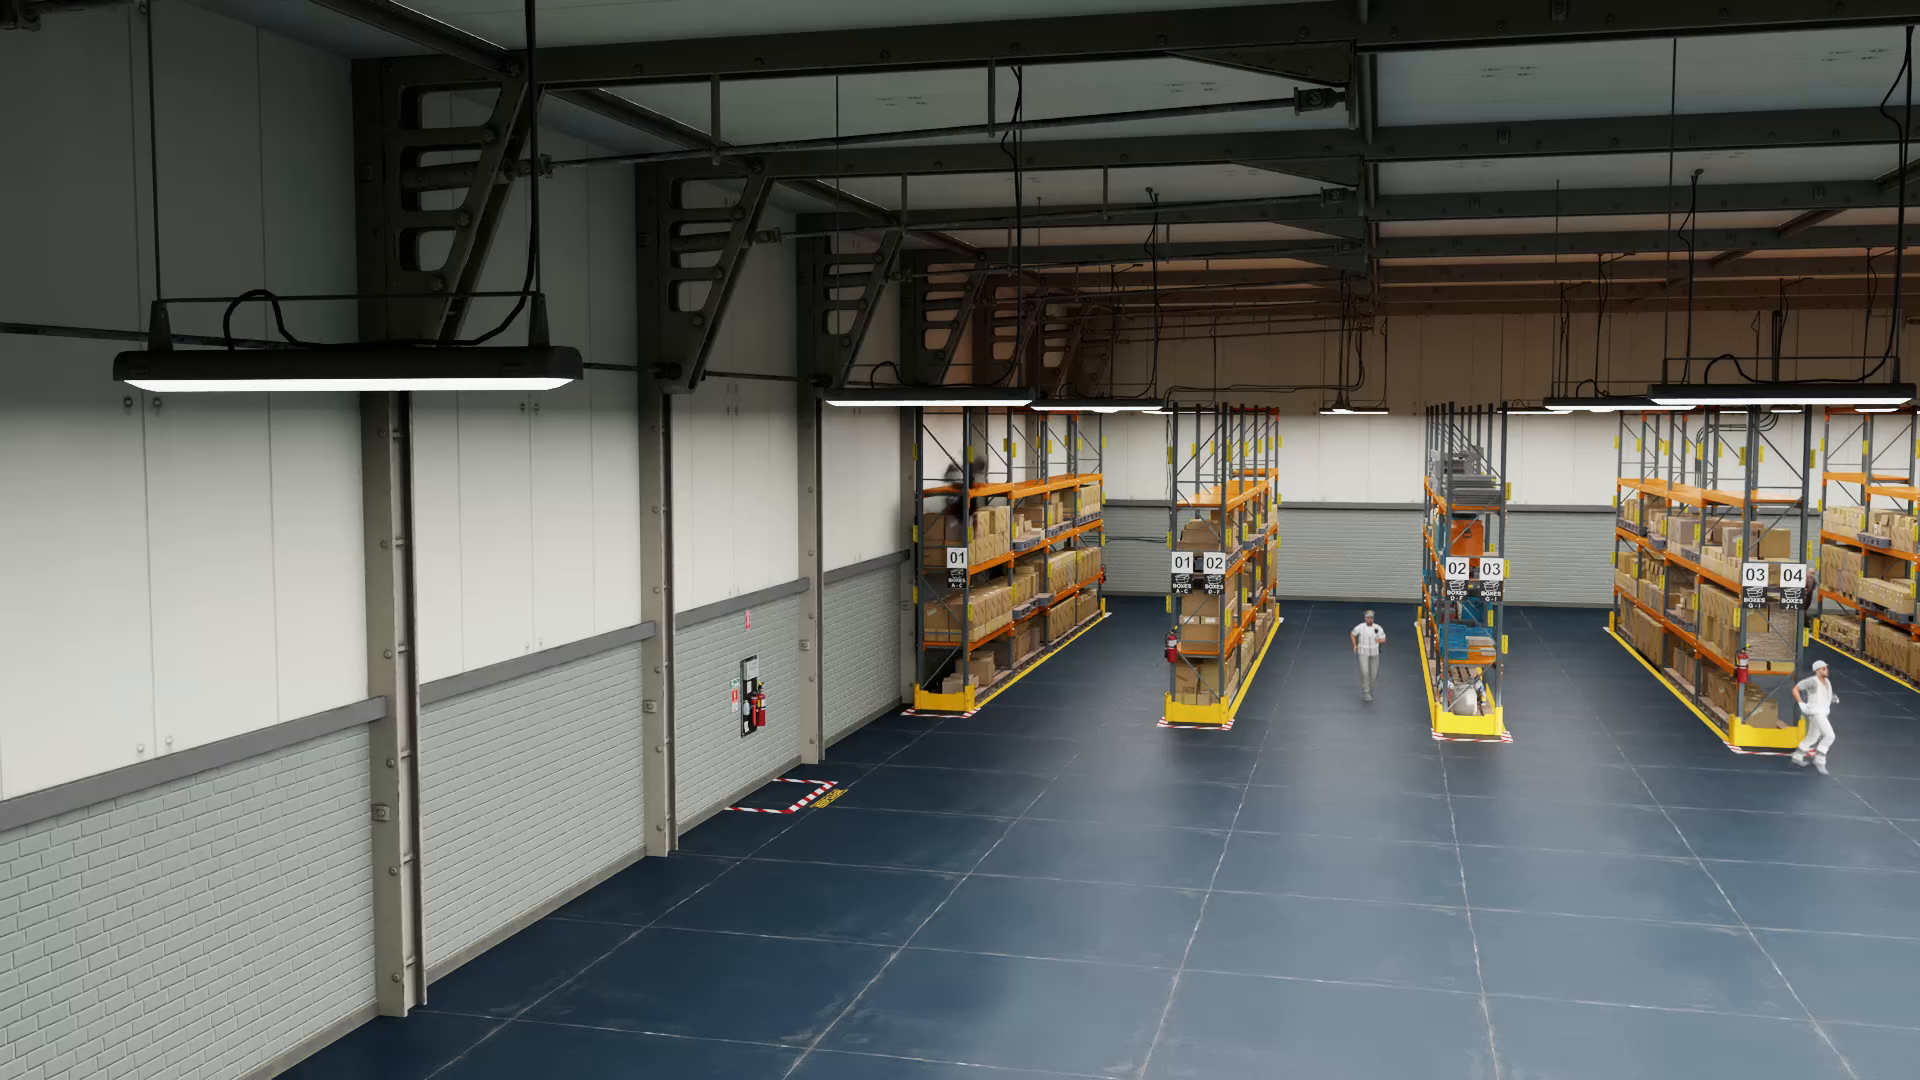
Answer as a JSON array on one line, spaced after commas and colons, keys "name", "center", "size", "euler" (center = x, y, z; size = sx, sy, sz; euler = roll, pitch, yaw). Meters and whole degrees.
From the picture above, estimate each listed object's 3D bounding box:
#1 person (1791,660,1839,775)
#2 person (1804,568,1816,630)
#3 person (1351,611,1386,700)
[{"name": "person", "center": [13.865, 2.850, 26.936], "size": [0.651, 1.819, 0.705], "euler": [-3, 5, -39]}, {"name": "person", "center": [22.578, 1.582, 44.522], "size": [0.559, 1.687, 0.781], "euler": [3, 5, 34]}, {"name": "person", "center": [8.332, 2.312, 33.879], "size": [0.662, 1.768, 0.989], "euler": [0, 4, 2]}]
